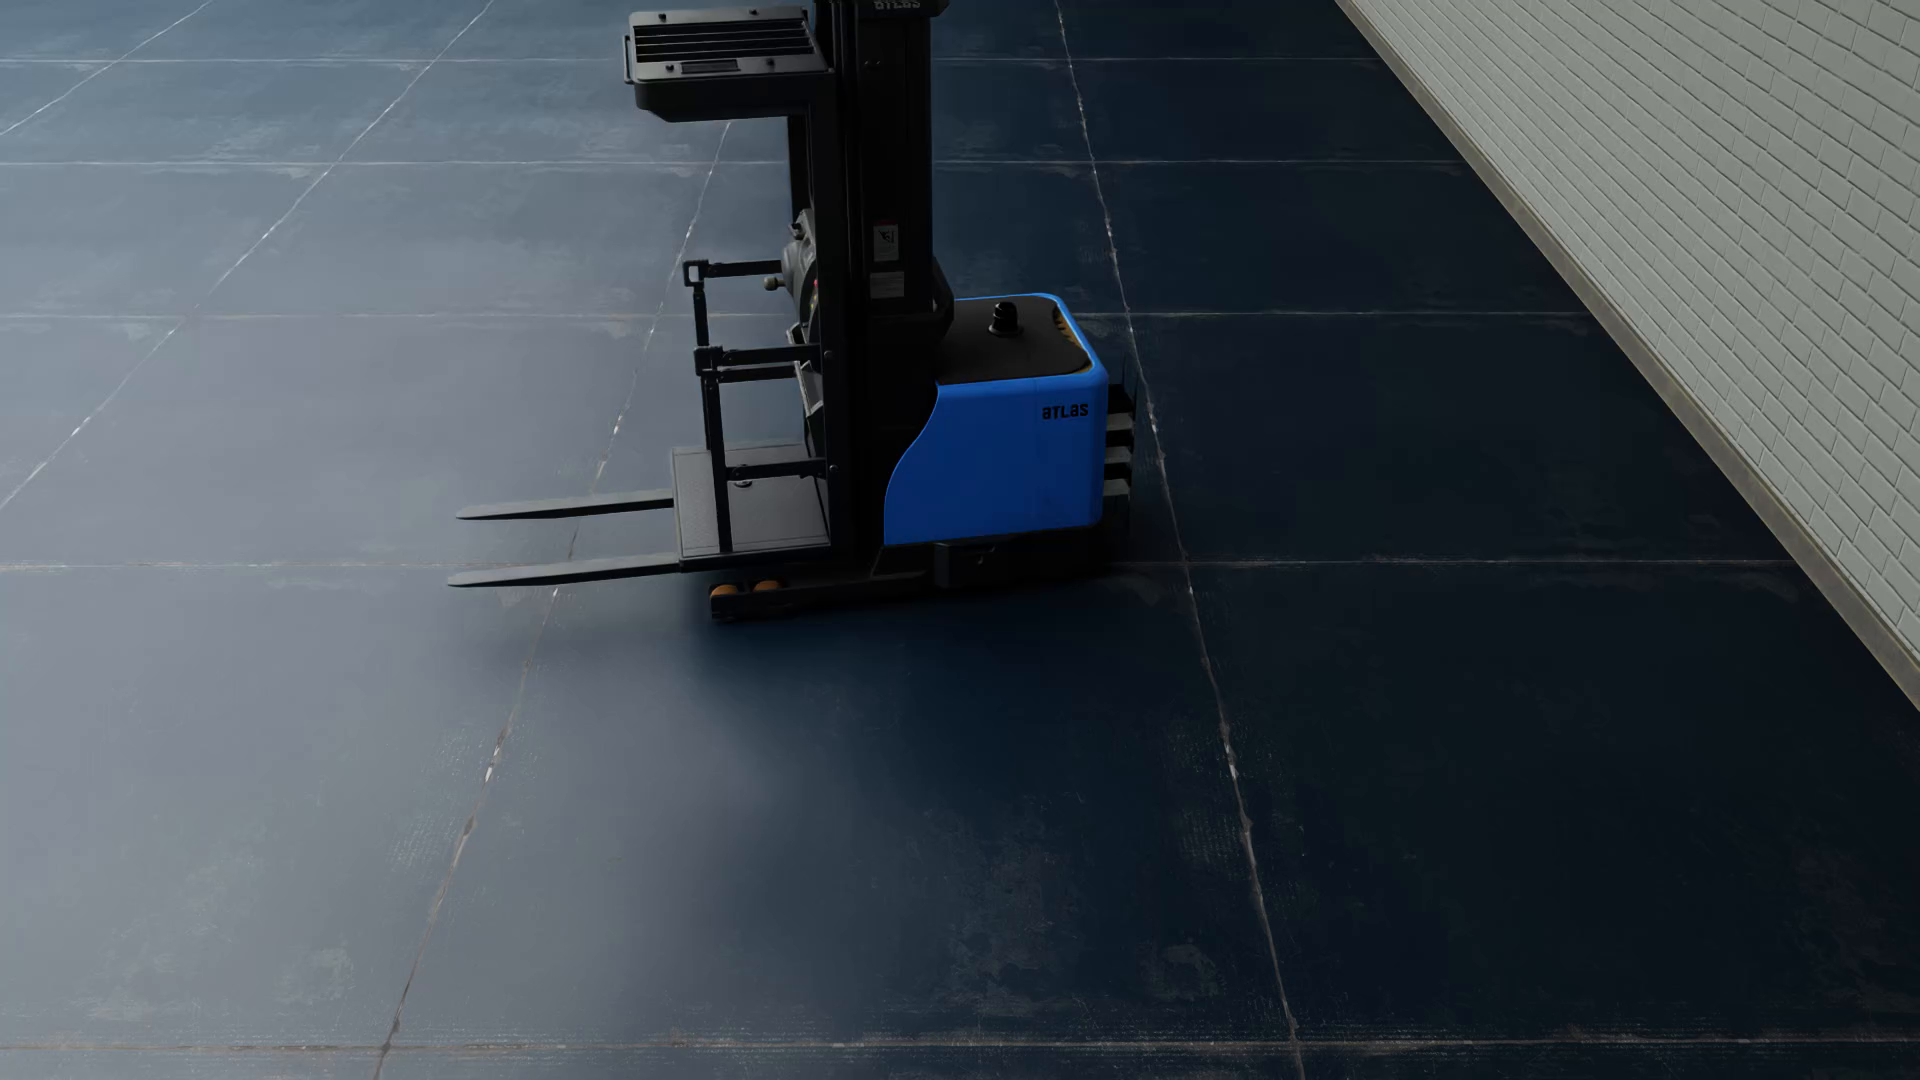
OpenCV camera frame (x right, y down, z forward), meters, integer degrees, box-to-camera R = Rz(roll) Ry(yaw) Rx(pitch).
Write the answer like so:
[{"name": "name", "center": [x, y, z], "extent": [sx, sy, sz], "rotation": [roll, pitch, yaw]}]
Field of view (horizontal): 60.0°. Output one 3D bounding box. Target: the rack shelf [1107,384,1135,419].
[{"name": "rack shelf", "center": [0.714, -0.664, 8.020], "extent": [0.200, 0.077, 0.258], "rotation": [-6, 32, -9]}]

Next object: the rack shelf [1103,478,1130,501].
[{"name": "rack shelf", "center": [0.714, -0.279, 8.253], "extent": [0.200, 0.077, 0.258], "rotation": [-6, 32, -9]}]

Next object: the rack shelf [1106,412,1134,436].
[{"name": "rack shelf", "center": [0.714, -0.587, 8.067], "extent": [0.200, 0.077, 0.258], "rotation": [-6, 32, -9]}]

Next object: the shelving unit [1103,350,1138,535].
[{"name": "shelving unit", "center": [0.714, -0.461, 8.143], "extent": [0.210, 0.900, 0.258], "rotation": [-6, 32, -9]}]

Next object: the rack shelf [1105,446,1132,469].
[{"name": "rack shelf", "center": [0.714, -0.433, 8.160], "extent": [0.200, 0.077, 0.258], "rotation": [-6, 32, -9]}]

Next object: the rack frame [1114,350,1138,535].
[{"name": "rack frame", "center": [0.813, -0.471, 8.159], "extent": [0.006, 0.900, 0.240], "rotation": [-6, 32, -9]}]

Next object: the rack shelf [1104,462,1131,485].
[{"name": "rack shelf", "center": [0.714, -0.356, 8.207], "extent": [0.200, 0.077, 0.258], "rotation": [-6, 32, -9]}]

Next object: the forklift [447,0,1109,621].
[{"name": "forklift", "center": [-0.886, -1.178, 7.365], "extent": [3.031, 2.935, 1.130], "rotation": [-6, 32, -9]}]

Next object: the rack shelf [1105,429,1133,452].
[{"name": "rack shelf", "center": [0.714, -0.510, 8.113], "extent": [0.200, 0.077, 0.258], "rotation": [-6, 32, -9]}]
